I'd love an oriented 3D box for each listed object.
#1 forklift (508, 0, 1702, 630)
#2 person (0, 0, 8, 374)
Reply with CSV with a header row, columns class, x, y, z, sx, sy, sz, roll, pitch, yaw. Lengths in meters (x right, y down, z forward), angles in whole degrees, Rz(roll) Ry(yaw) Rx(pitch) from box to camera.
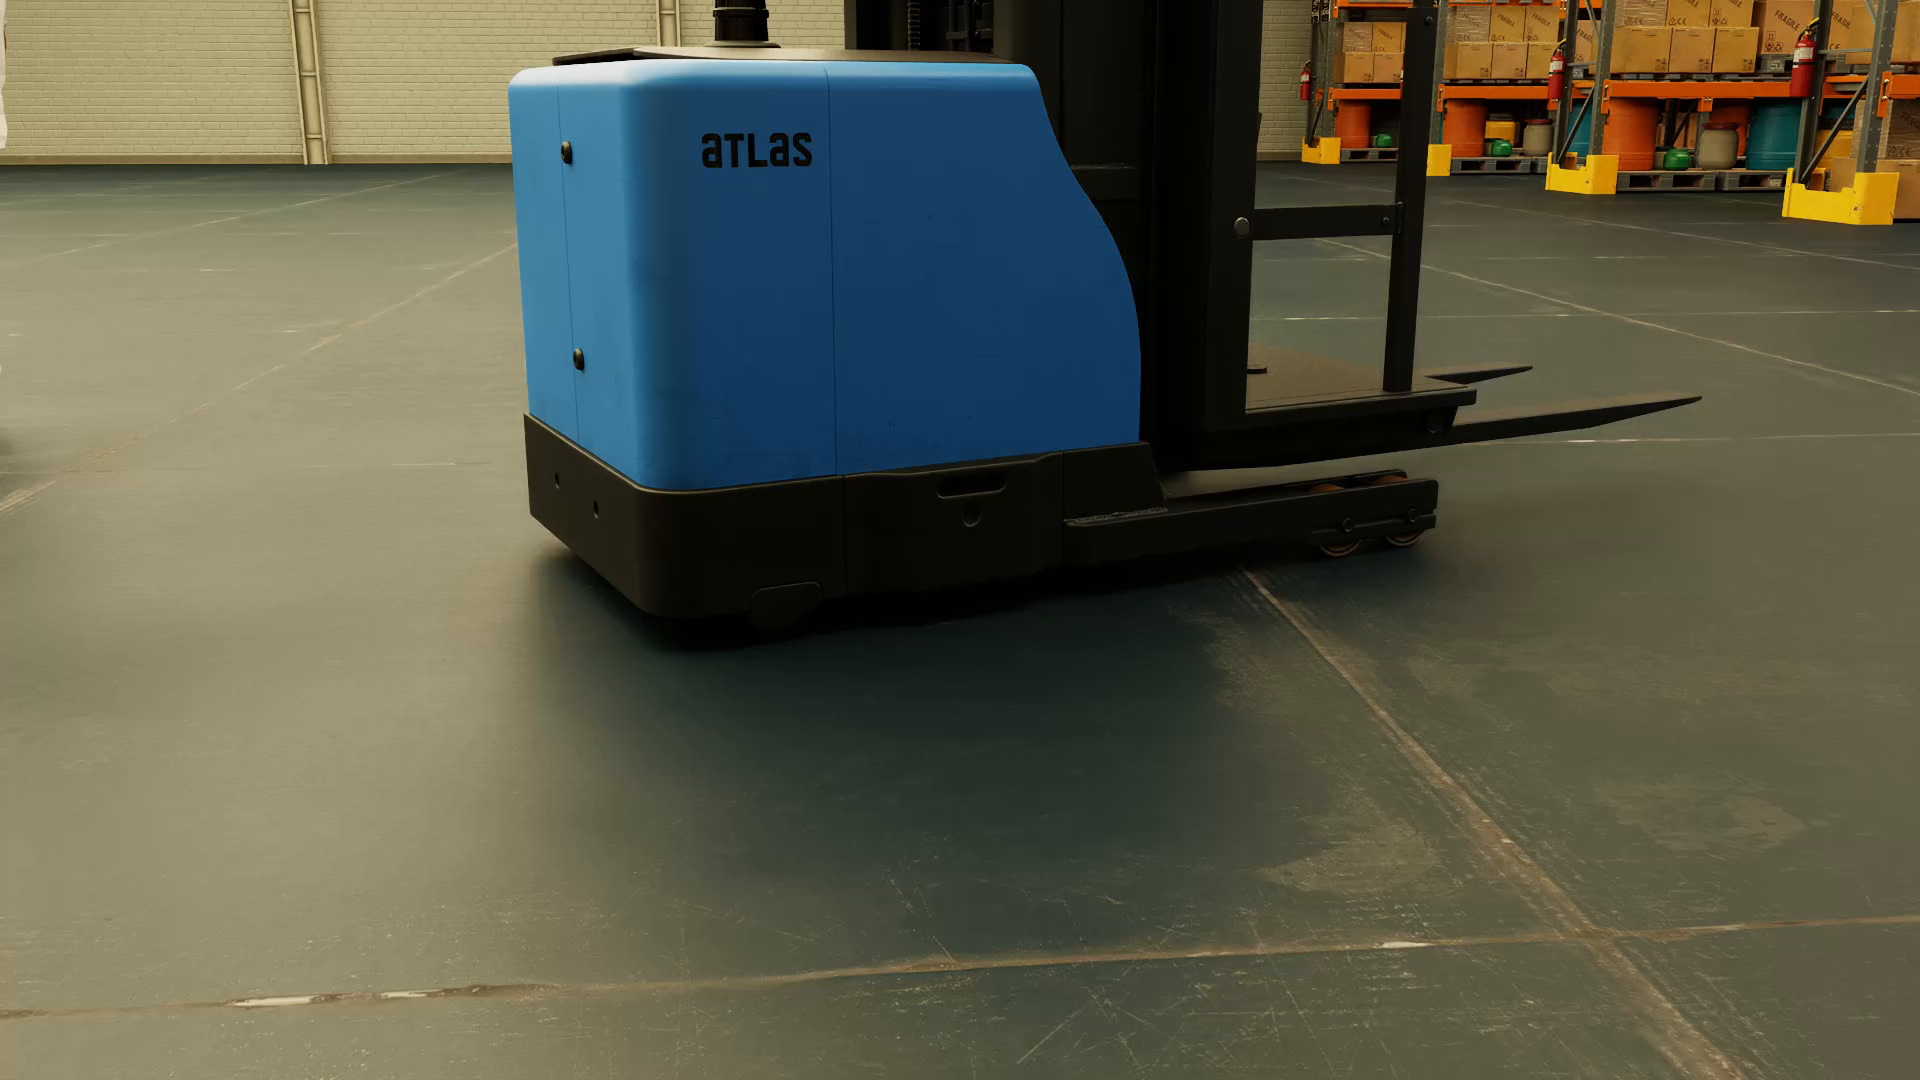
class,x,y,z,sx,sy,sz,roll,pitch,yaw
forklift,0.538,-1.490,3.837,3.031,2.935,1.130,-8,17,-27
person,-3.085,-1.174,4.865,0.577,1.782,0.656,-1,15,-3
